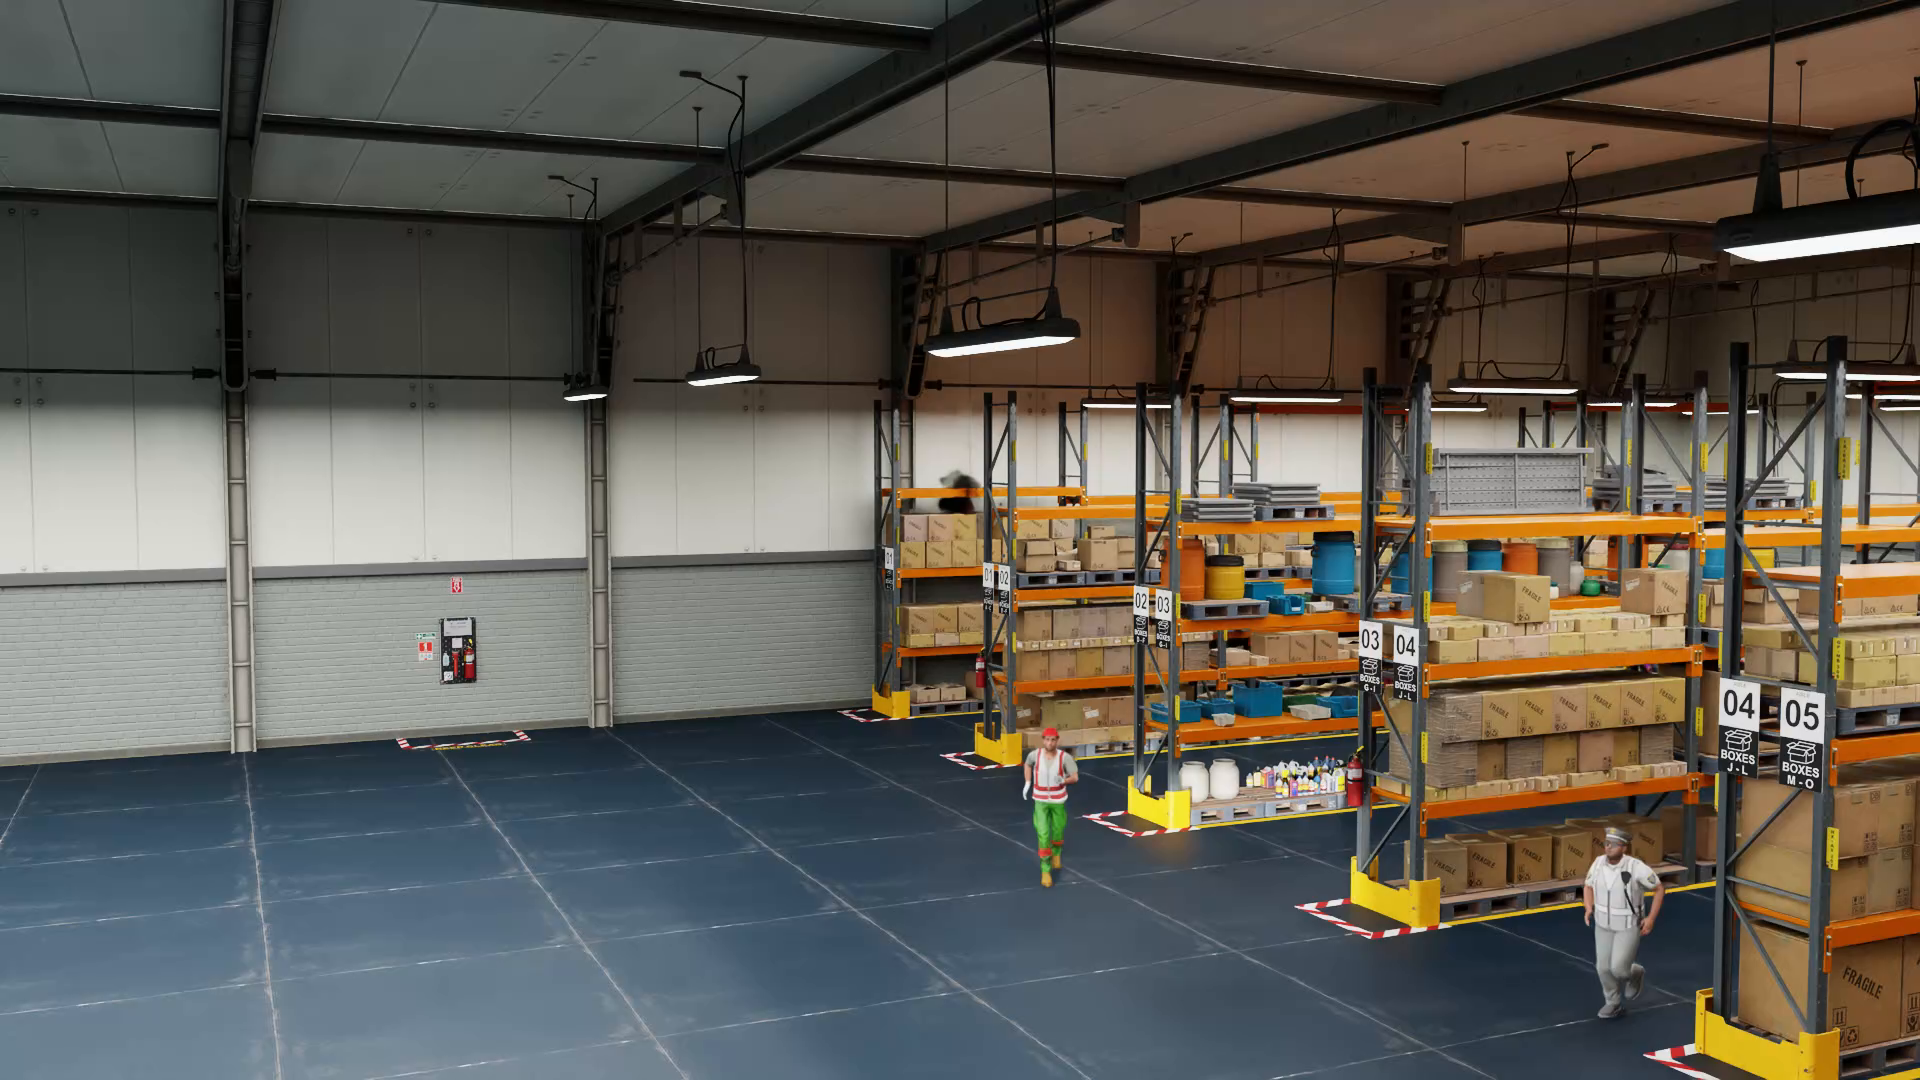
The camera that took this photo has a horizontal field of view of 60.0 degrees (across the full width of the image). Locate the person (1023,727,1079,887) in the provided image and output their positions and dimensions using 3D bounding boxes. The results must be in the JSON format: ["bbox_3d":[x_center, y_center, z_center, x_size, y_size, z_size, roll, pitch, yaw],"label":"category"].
[{"bbox_3d":[1.071,3.090,19.656,0.660,1.791,0.984,0,3,5],"label":"person"}]

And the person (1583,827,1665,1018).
[{"bbox_3d":[5.909,3.430,14.910,0.644,1.745,0.686,-3,5,-43],"label":"person"}]

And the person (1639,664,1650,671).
[{"bbox_3d":[11.806,2.607,29.138,0.589,1.722,0.686,-2,4,-25],"label":"person"}]
